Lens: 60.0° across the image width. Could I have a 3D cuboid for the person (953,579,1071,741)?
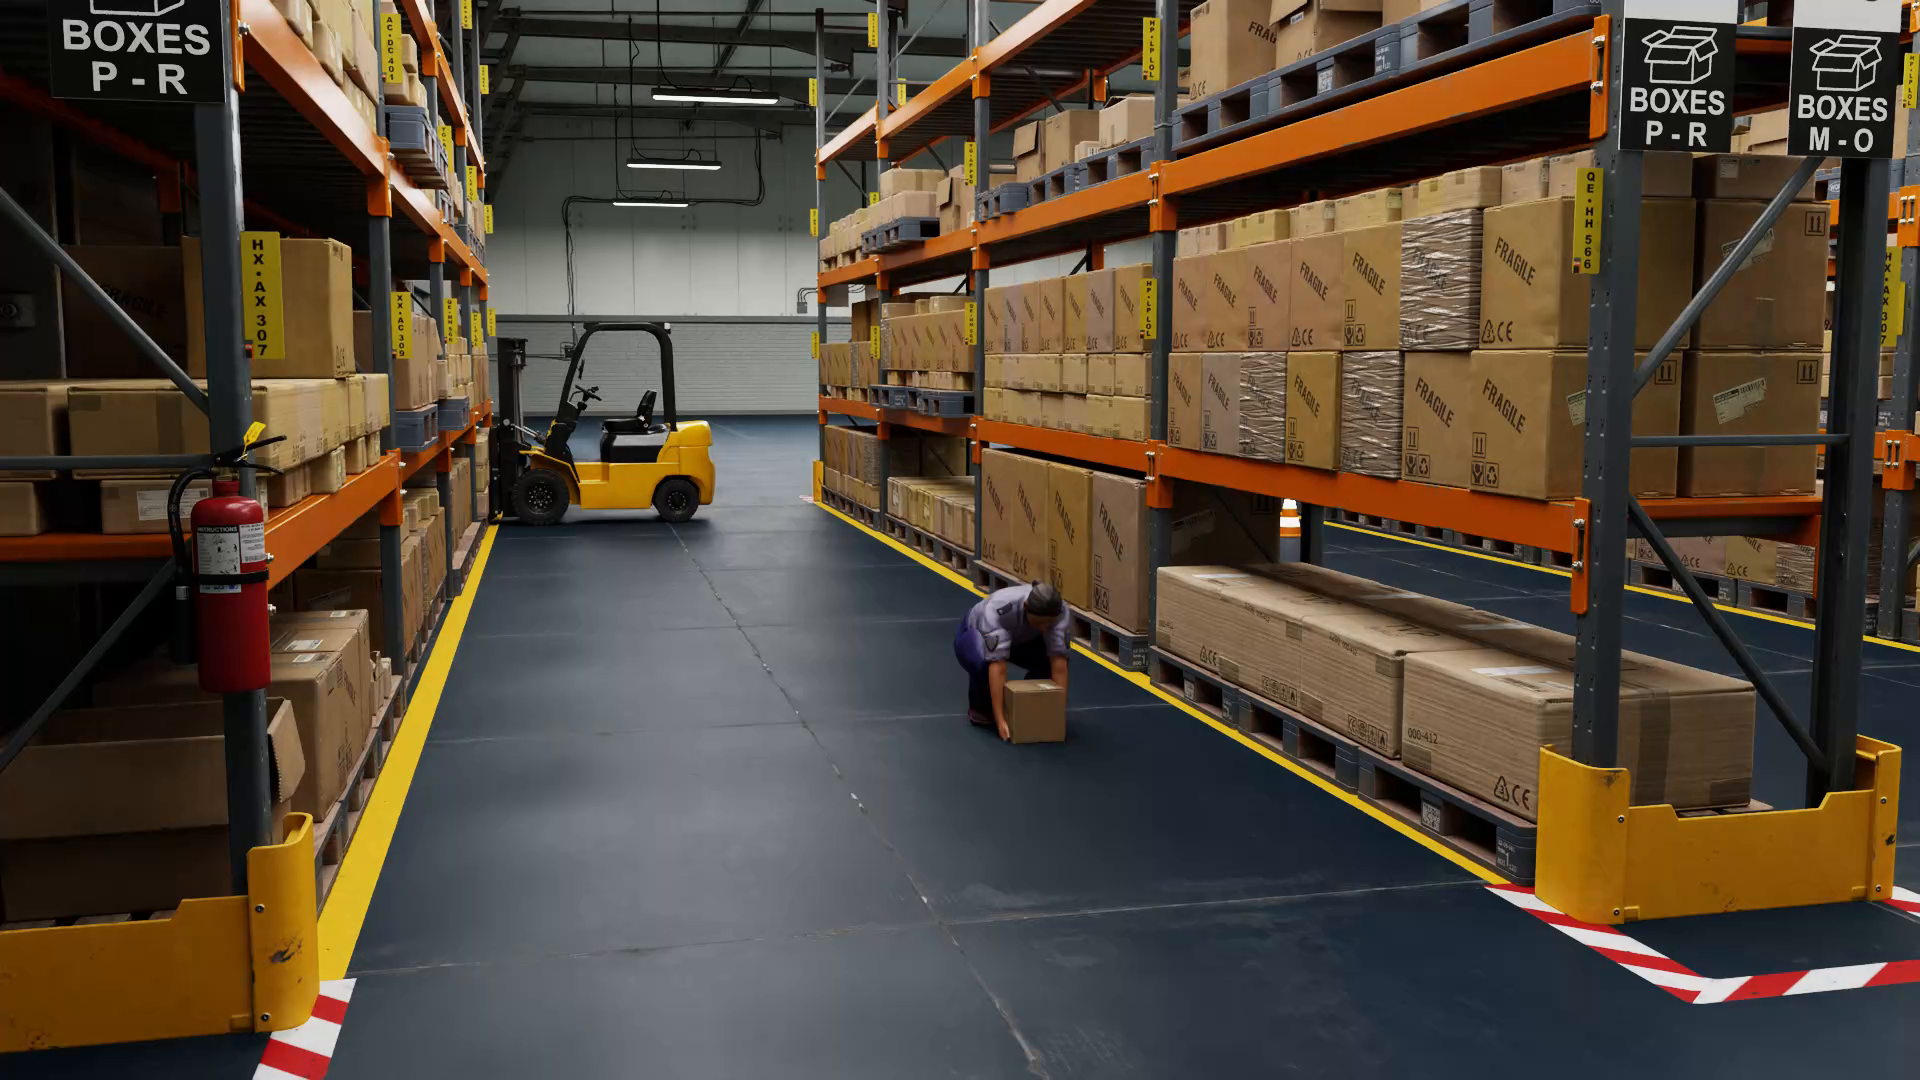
[{"bbox_3d":[0.262,0.564,8.074,0.504,0.818,0.844,-2,6,-14],"label":"person"}]
